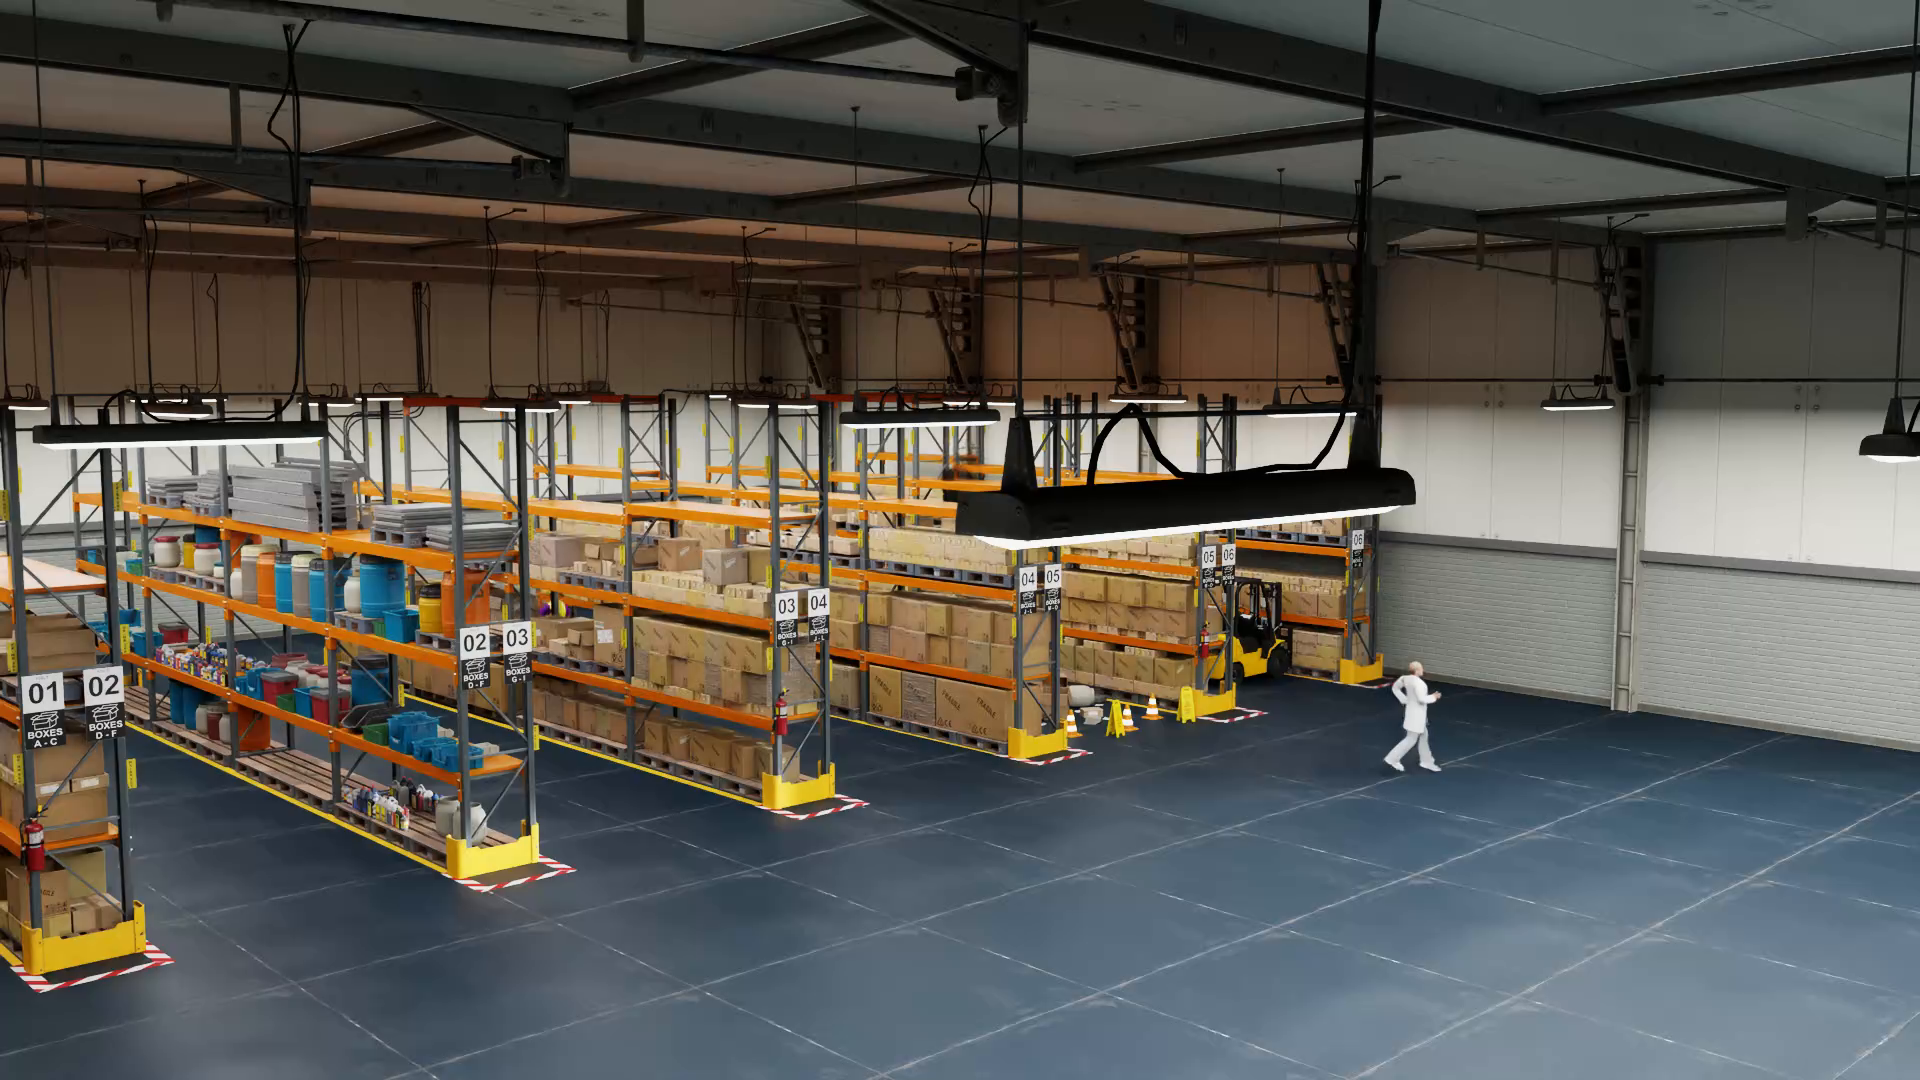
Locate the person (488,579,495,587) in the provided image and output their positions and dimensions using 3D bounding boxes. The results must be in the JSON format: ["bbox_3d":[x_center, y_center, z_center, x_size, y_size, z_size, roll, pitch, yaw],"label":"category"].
[{"bbox_3d":[-10.937,1.748,38.569,0.732,1.714,0.818,-1,6,-9],"label":"person"}]

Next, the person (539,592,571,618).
[{"bbox_3d":[-8.807,1.946,36.336,0.713,1.746,0.920,-5,8,-43],"label":"person"}]

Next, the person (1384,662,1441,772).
[{"bbox_3d":[7.289,2.846,26.661,0.986,1.808,0.698,0,6,-3],"label":"person"}]
